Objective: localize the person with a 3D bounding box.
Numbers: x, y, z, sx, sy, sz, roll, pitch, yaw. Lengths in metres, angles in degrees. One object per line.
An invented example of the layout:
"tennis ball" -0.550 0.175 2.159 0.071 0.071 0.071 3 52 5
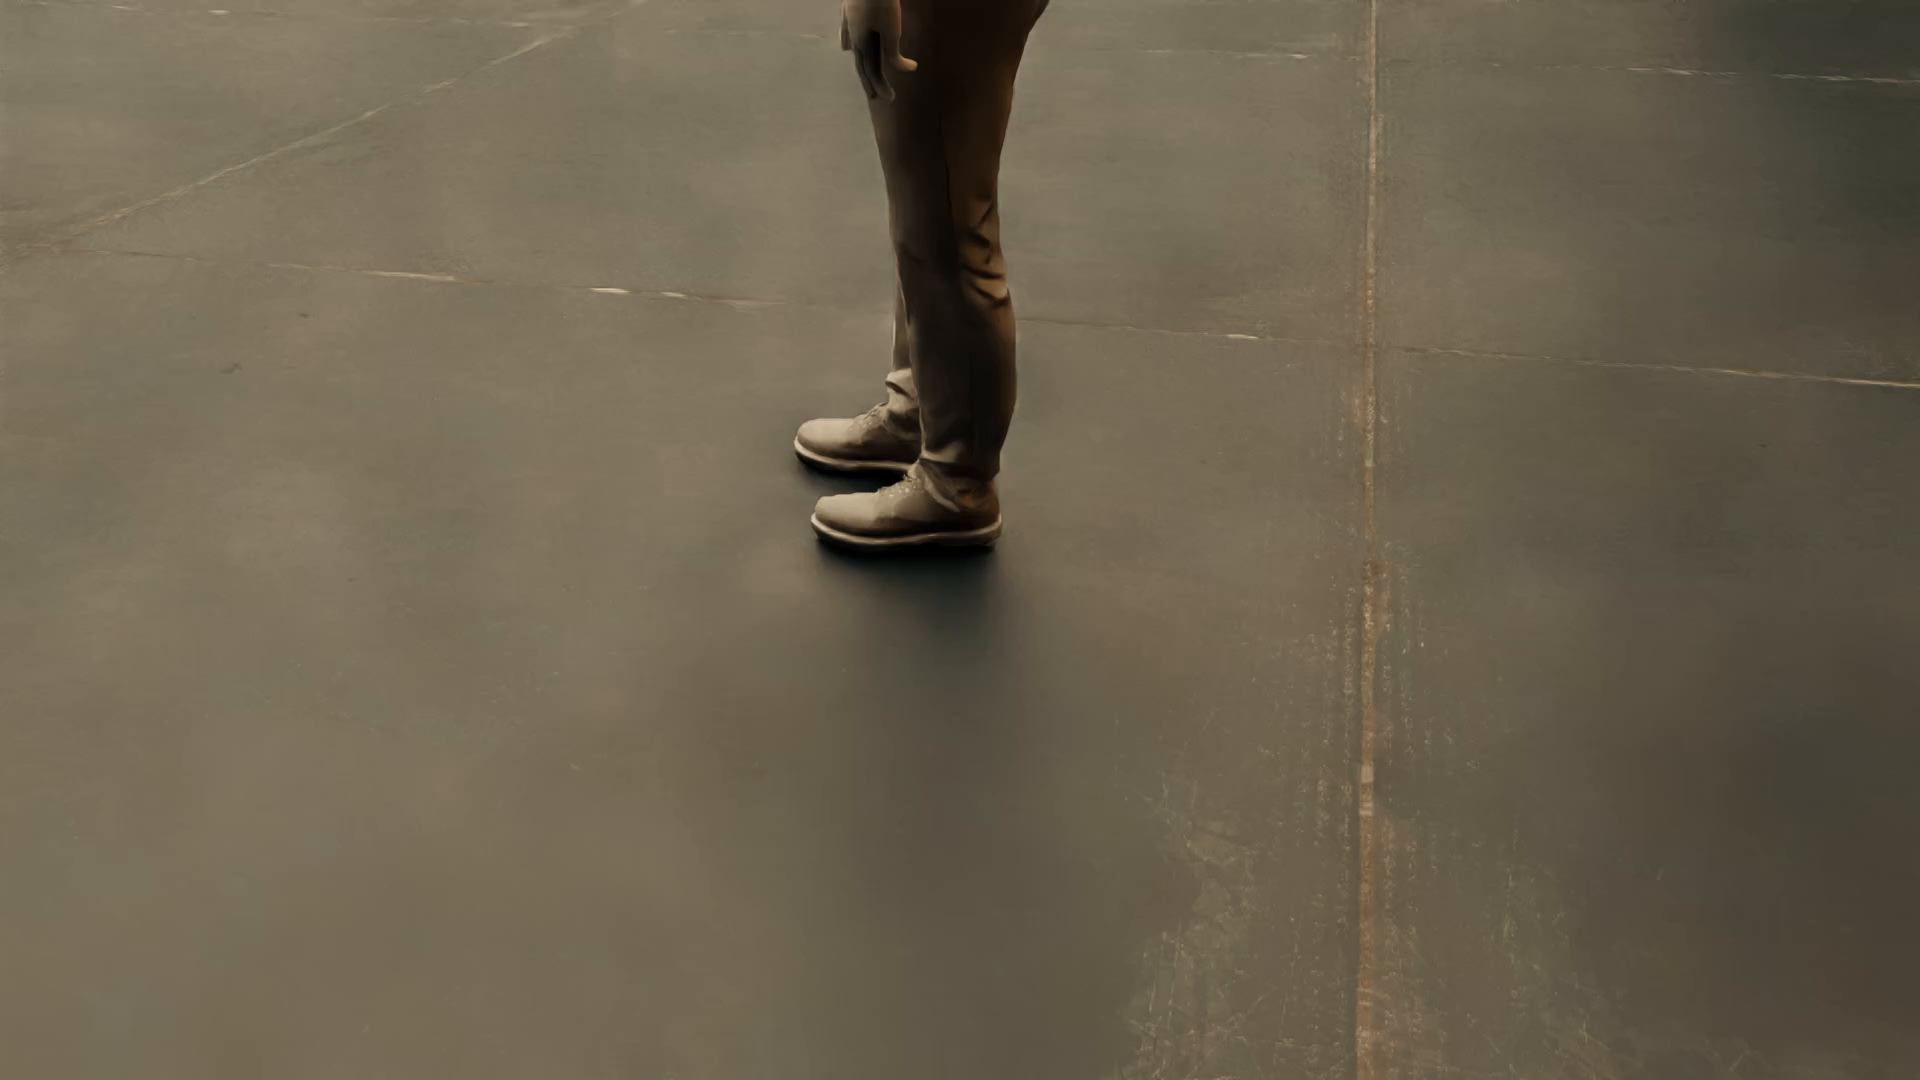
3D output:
"person" -0.065 -0.773 2.134 0.533 1.695 0.586 6 27 11
